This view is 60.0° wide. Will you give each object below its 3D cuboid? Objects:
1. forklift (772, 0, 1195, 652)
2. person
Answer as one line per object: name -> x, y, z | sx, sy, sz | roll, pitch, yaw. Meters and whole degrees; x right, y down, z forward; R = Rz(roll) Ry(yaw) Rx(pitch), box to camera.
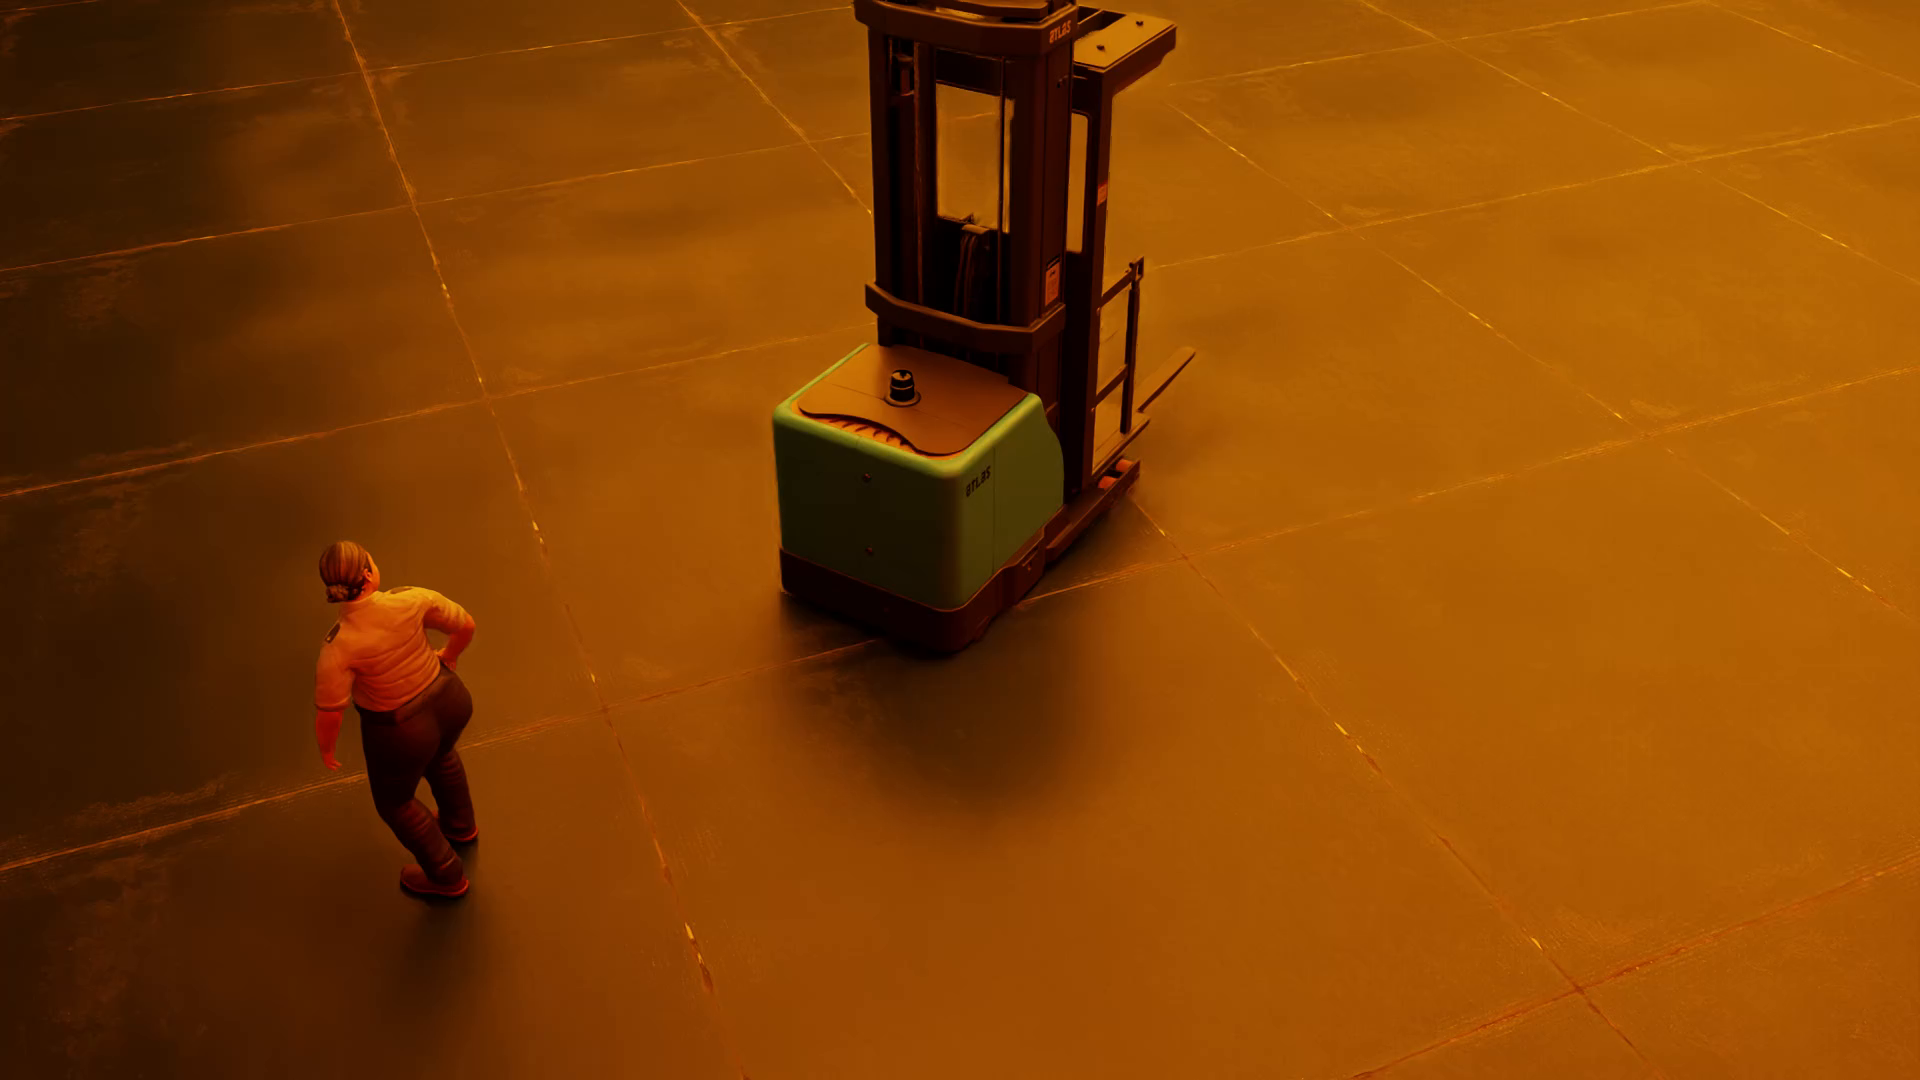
forklift -> 0.317, -1.497, 8.204 | 1.130, 2.935, 3.031 | 20, 40, 25
person -> -2.153, 0.671, 6.288 | 0.485, 1.628, 0.675 | 20, 40, 25
